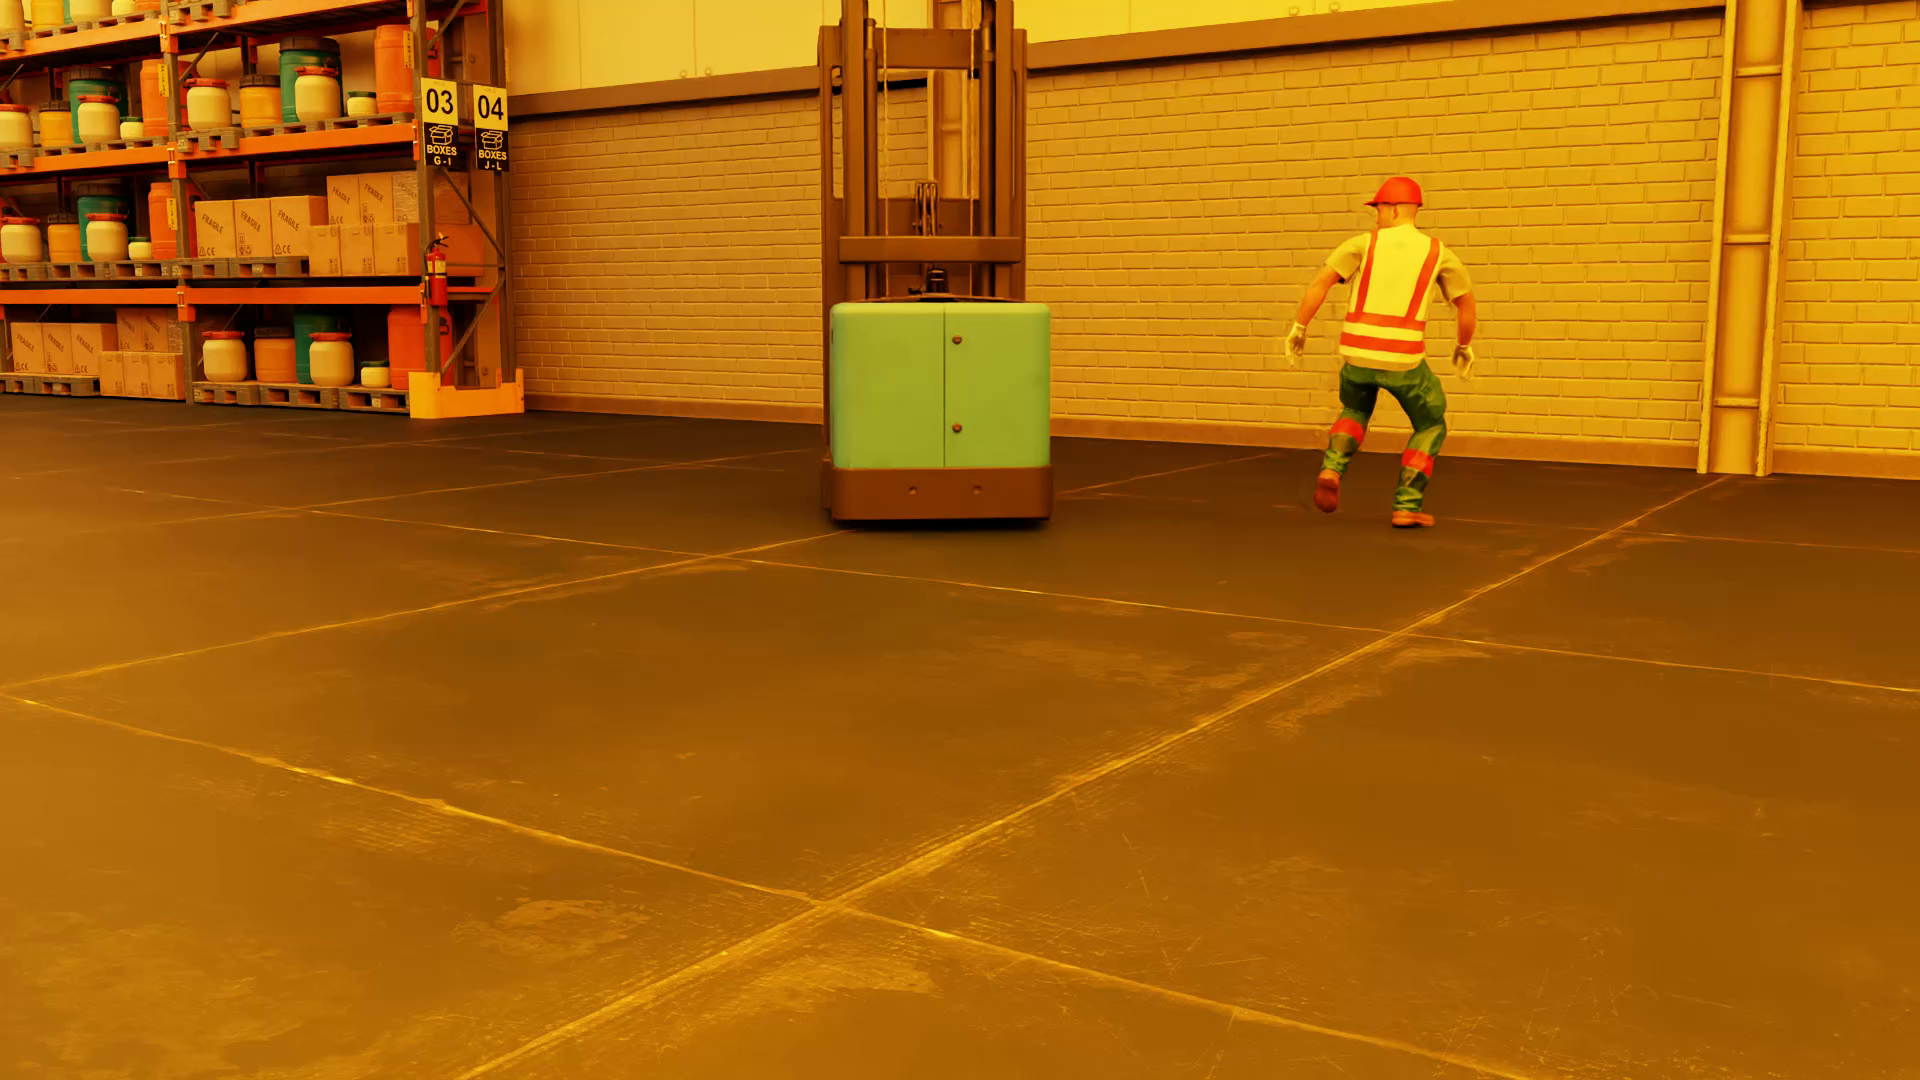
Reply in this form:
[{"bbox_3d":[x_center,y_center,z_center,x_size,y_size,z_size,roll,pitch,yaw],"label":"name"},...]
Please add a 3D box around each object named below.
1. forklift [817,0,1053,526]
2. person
[{"bbox_3d":[-0.218,-1.691,9.085,1.130,2.935,3.031,-1,8,-6],"label":"forklift"},{"bbox_3d":[2.057,-0.907,8.075,0.831,1.676,0.621,4,9,27],"label":"person"}]
